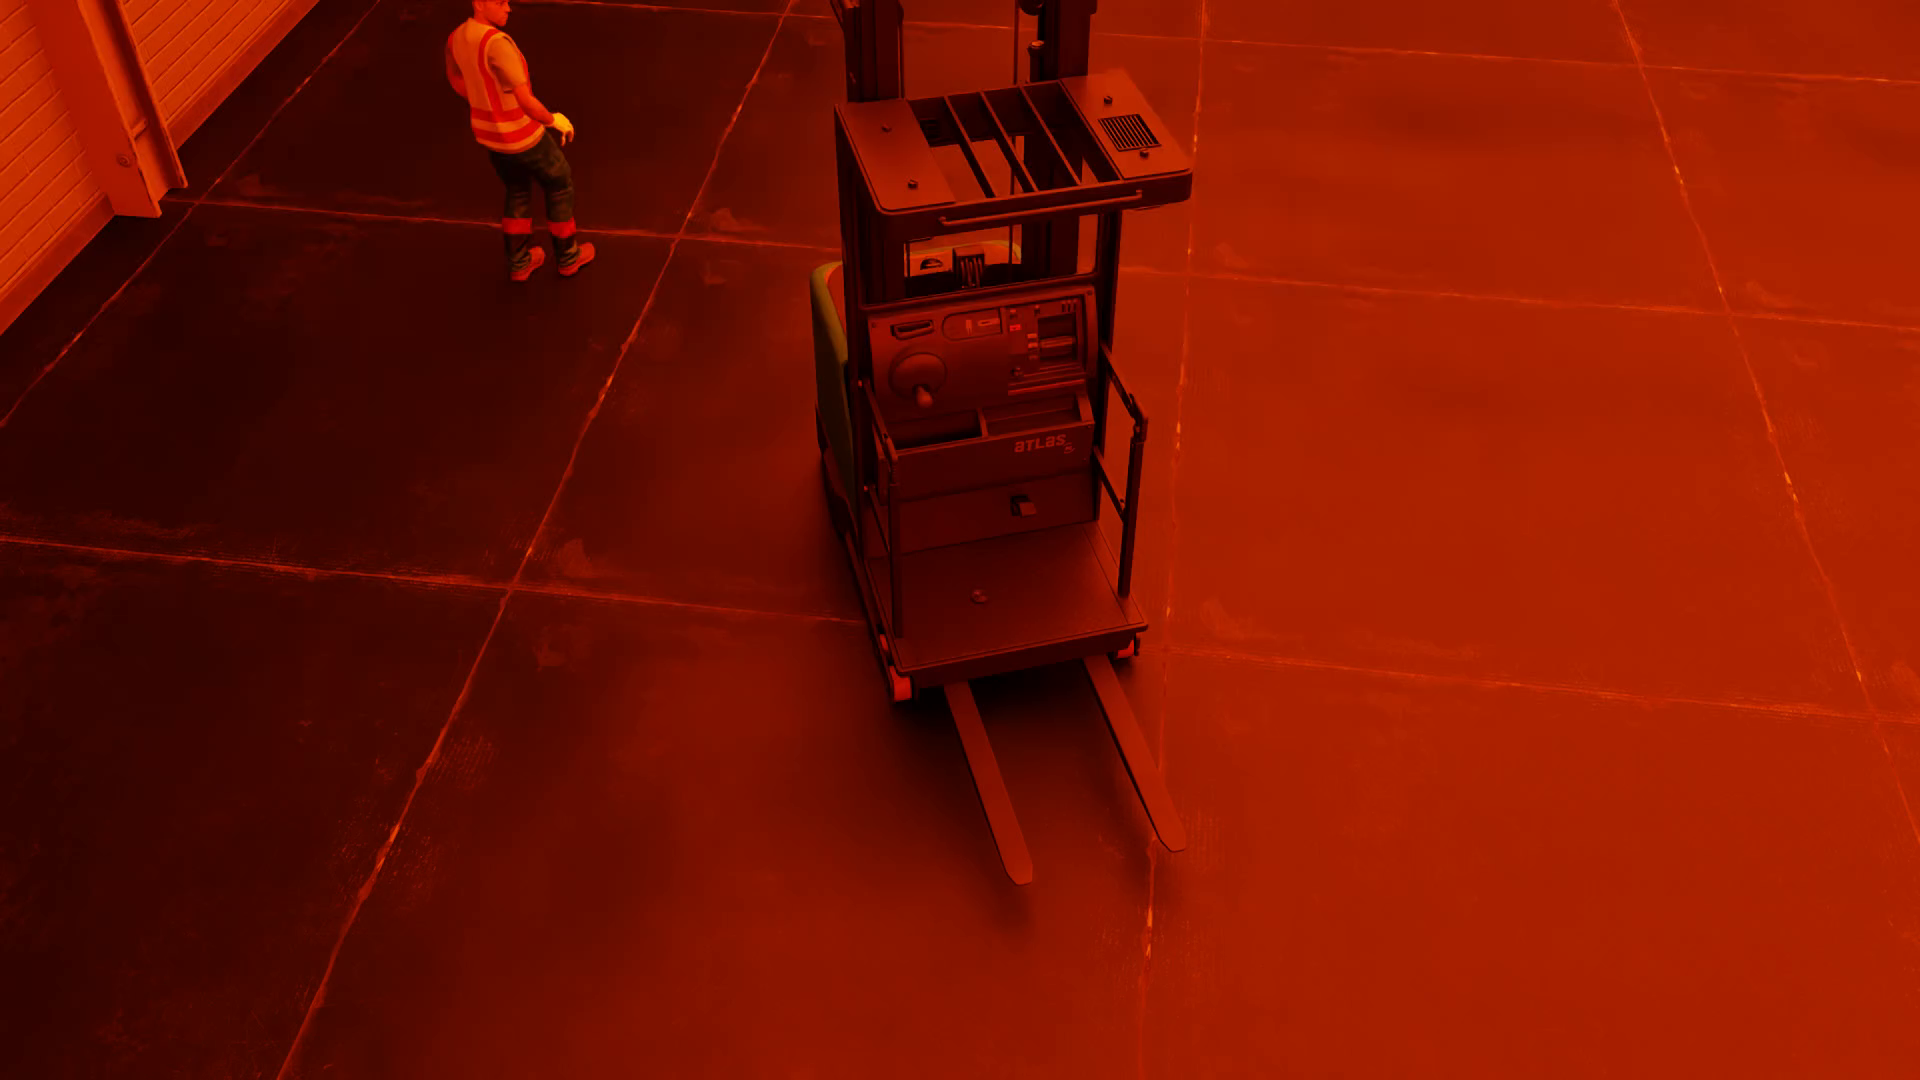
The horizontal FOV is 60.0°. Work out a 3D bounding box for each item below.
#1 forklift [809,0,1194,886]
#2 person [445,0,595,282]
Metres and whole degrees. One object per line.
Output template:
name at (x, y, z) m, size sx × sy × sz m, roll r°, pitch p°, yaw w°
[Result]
forklift at (0.153, -0.681, 6.465) m, size 1.130 × 2.935 × 3.031 m, roll -10°, pitch 44°, yaw -11°
person at (-2.400, -2.243, 9.038) m, size 0.745 × 1.754 × 0.506 m, roll 23°, pitch 47°, yaw 23°
